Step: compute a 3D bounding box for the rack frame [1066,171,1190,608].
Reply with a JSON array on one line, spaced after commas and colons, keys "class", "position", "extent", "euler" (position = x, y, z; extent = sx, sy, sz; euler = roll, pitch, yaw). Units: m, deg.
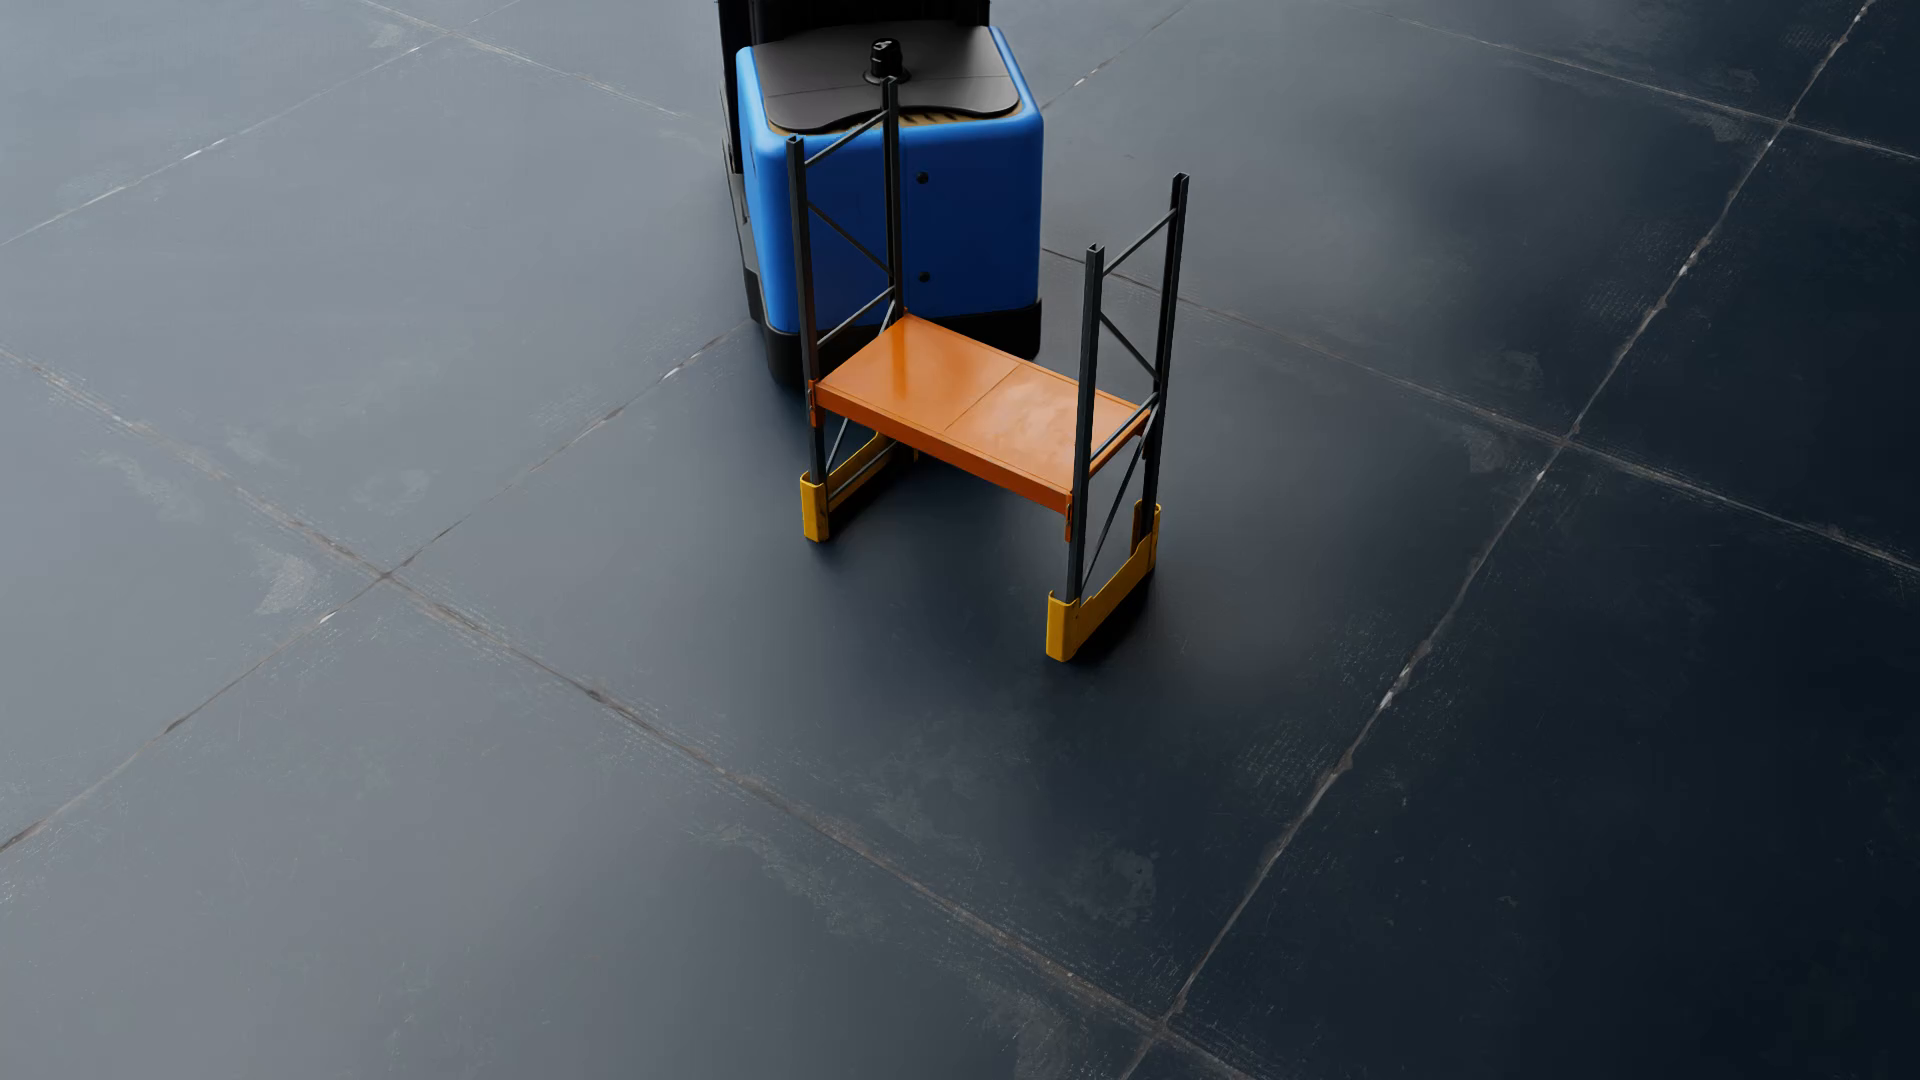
[{"class": "rack frame", "position": [0.486, -0.332, 4.996], "extent": [0.032, 1.500, 0.500], "euler": [25, 48, 25]}]

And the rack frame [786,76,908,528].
[{"class": "rack frame", "position": [-0.346, -0.721, 5.431], "extent": [0.032, 1.500, 0.500], "euler": [25, 48, 25]}]

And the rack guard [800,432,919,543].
[{"class": "rack guard", "position": [-0.345, -0.255, 5.847], "extent": [0.087, 0.250, 0.587], "euler": [25, 48, 25]}]

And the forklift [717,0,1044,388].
[{"class": "forklift", "position": [-0.470, -2.660, 6.524], "extent": [1.130, 2.935, 3.031], "euler": [-7, 42, -8]}]

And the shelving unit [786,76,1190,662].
[{"class": "shelving unit", "position": [0.062, -0.530, 5.217], "extent": [1.083, 1.500, 0.587], "euler": [25, 48, 25]}]

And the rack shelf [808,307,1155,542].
[{"class": "rack shelf", "position": [0.070, -0.392, 5.333], "extent": [1.000, 0.185, 0.538], "euler": [25, 48, 25]}]

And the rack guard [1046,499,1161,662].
[{"class": "rack guard", "position": [0.470, 0.127, 5.421], "extent": [0.087, 0.250, 0.587], "euler": [25, 48, 25]}]
